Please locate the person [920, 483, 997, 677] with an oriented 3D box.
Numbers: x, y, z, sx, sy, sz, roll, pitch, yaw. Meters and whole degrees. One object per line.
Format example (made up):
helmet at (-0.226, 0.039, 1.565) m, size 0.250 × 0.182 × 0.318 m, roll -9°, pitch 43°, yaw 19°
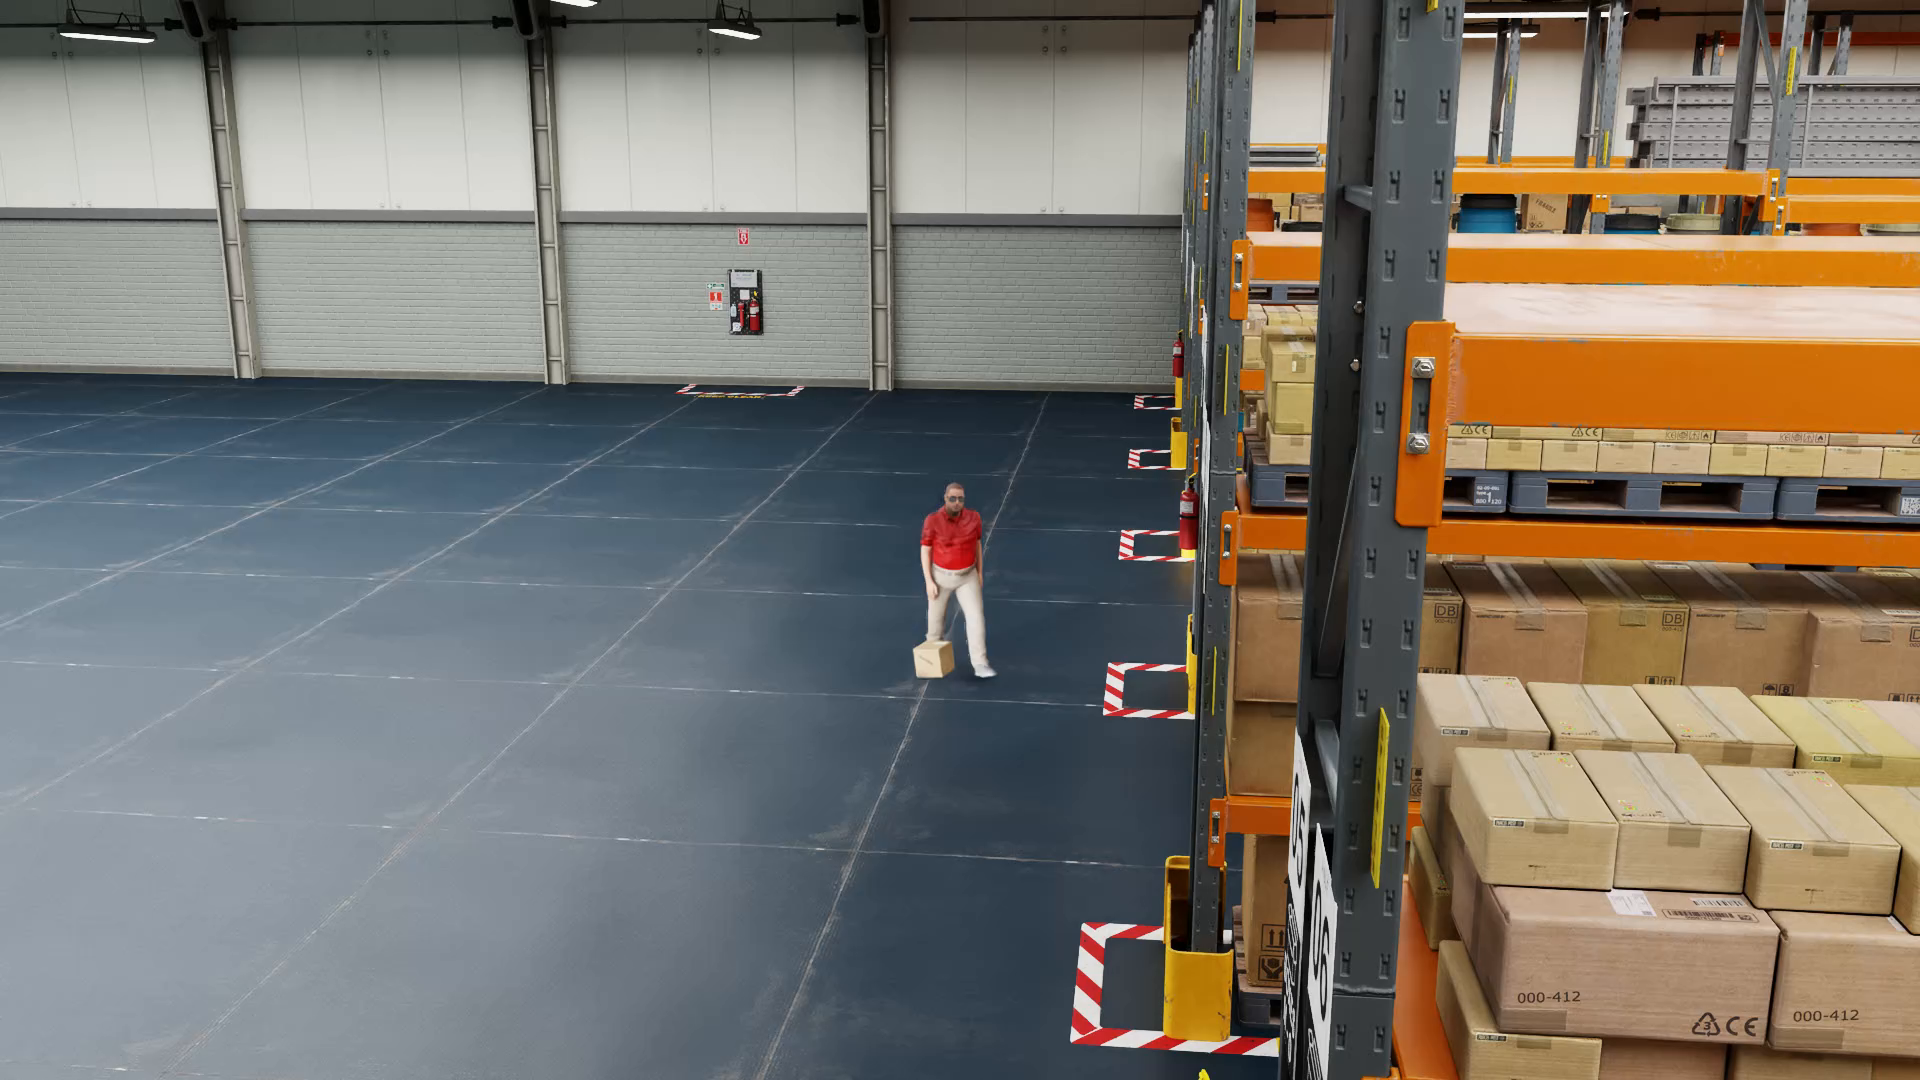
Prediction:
person at (-0.047, 0.326, 14.263) m, size 0.577 × 1.678 × 0.922 m, roll -4°, pitch 15°, yaw -14°
